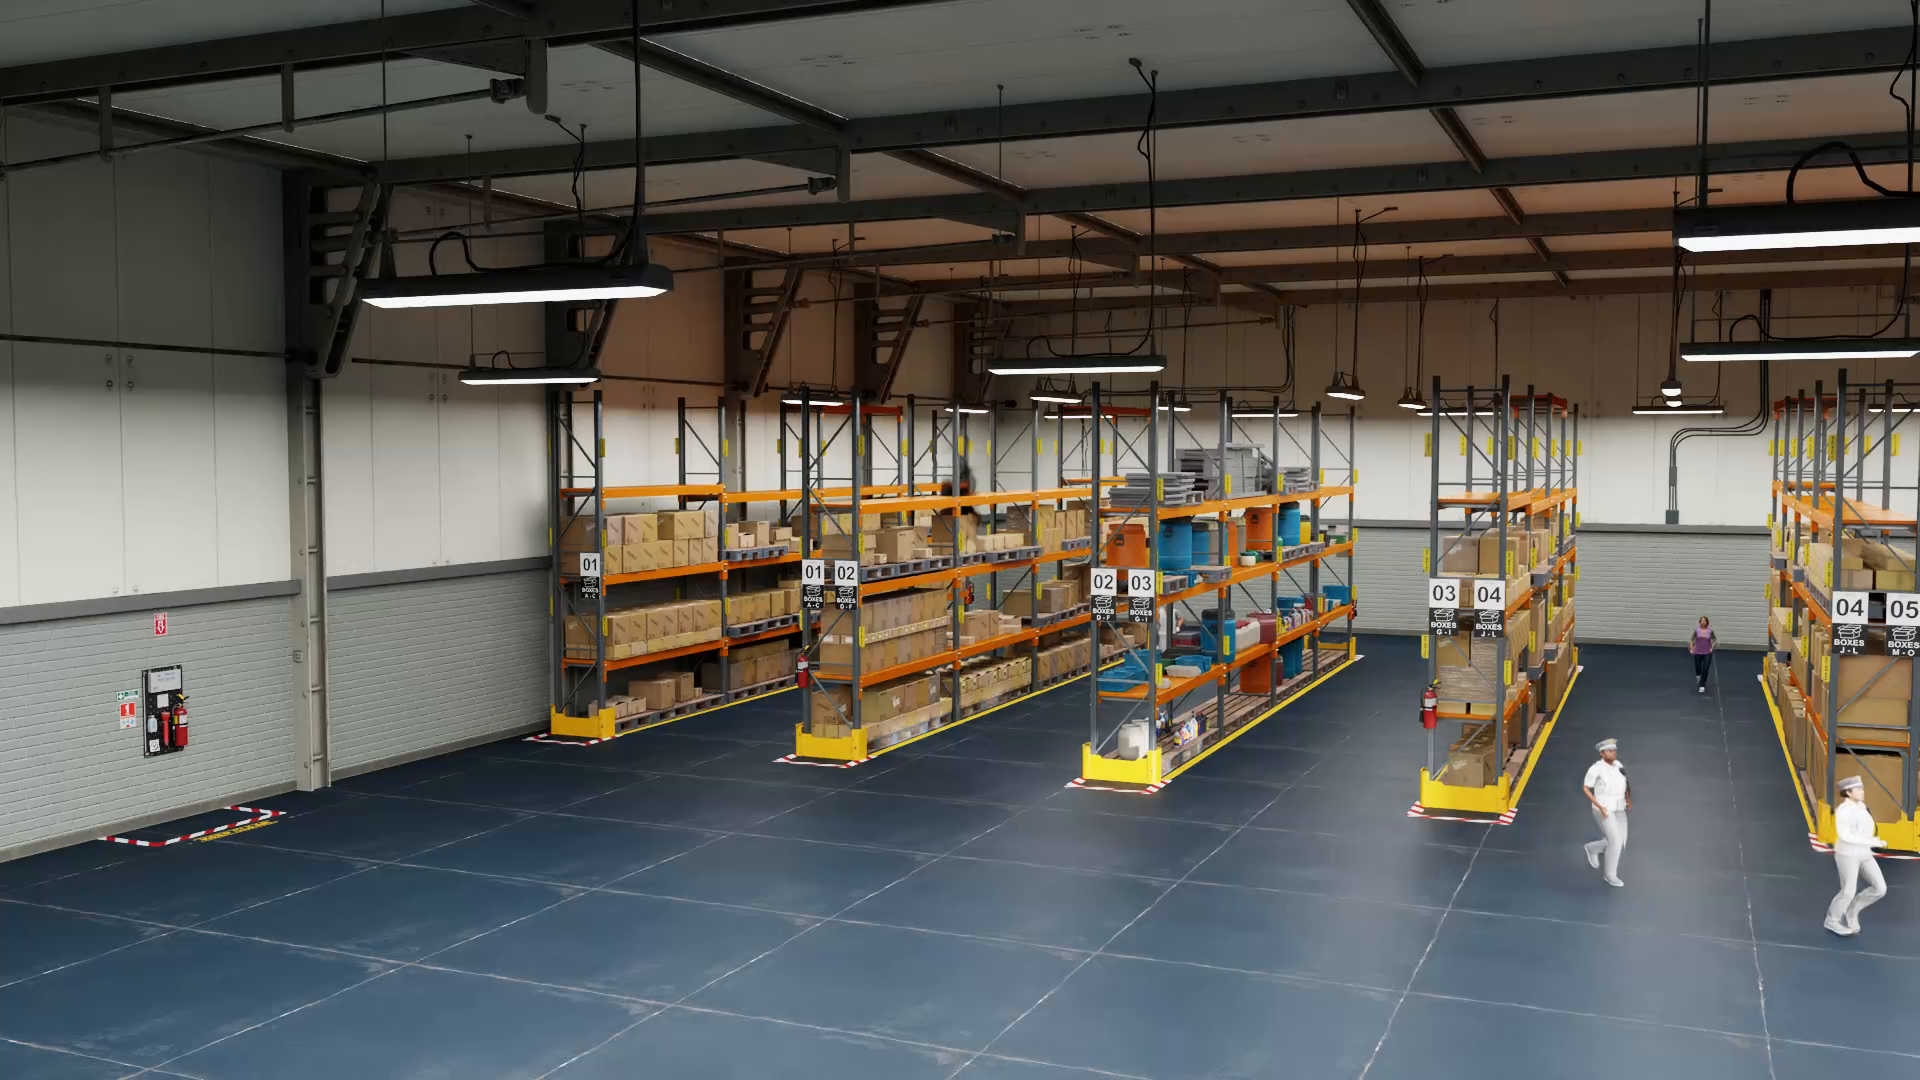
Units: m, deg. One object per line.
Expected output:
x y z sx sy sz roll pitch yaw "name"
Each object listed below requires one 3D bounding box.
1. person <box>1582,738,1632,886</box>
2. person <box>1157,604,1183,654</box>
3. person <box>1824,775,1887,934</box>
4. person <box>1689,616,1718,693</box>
7.477 3.115 19.246 0.576 1.683 0.591 -1 3 -22 "person"
4.518 2.119 36.263 0.608 1.816 0.747 1 3 15 "person"
9.146 3.219 16.945 0.555 1.660 0.603 -2 4 -31 "person"
15.299 2.341 34.238 0.551 1.558 0.553 1 3 23 "person"
